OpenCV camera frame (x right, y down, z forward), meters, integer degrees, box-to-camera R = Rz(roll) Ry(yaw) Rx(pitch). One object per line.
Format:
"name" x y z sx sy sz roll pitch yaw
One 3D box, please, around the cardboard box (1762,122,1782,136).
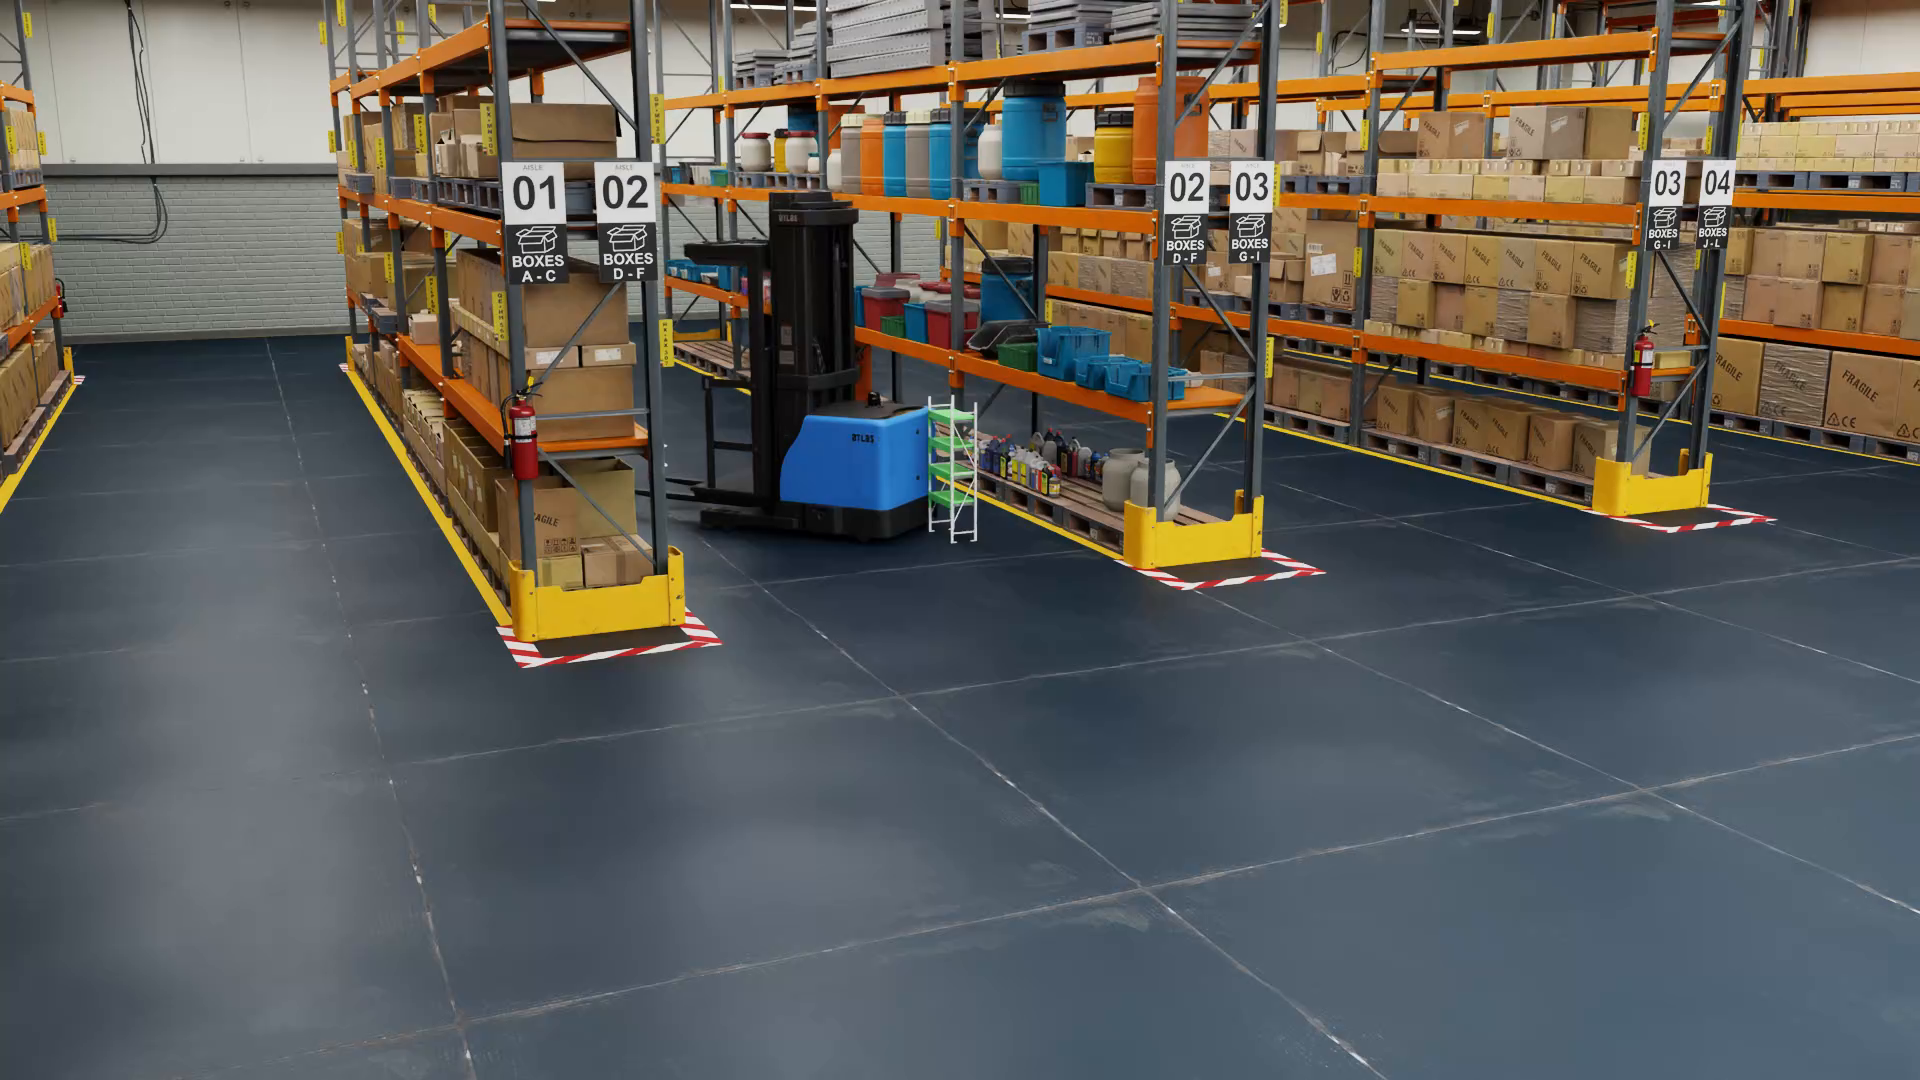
"cardboard box" 9.554 -4.771 19.315 0.380 0.149 0.250 -6 14 -23

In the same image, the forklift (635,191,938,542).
"forklift" -1.754 -1.617 14.856 3.031 2.935 1.130 6 14 25

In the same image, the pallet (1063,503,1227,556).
"pallet" 1.600 -0.121 14.426 1.003 0.211 1.213 -6 14 -23

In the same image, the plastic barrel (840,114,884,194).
"plastic barrel" -1.081 -4.469 19.264 0.600 0.901 0.600 0 13 0

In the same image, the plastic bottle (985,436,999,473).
"plastic bottle" 0.334 -0.846 16.272 0.144 0.351 0.185 -5 14 -21

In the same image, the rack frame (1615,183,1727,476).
"rack frame" 6.532 -1.747 15.268 1.000 3.000 0.127 -6 14 -23

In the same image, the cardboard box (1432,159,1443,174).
"cardboard box" 5.174 -3.908 17.398 0.380 0.149 0.250 -5 14 -21

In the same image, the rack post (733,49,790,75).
"rack post" -2.504 -6.488 22.615 0.937 0.300 0.954 -6 14 -24

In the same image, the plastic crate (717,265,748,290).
"plastic crate" -3.313 -3.866 24.326 0.392 0.384 0.575 -6 14 -23

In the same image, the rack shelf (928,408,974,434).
"rack shelf" -0.066 -1.024 14.289 0.258 0.148 0.480 -6 14 -23

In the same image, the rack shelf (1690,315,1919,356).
"rack shelf" 10.316 -2.237 18.980 1.077 0.370 4.000 -6 14 -23

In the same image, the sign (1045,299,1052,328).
"sign" 0.900 -2.309 17.079 0.100 0.325 0.005 -6 14 -23

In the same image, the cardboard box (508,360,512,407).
"cardboard box" -2.936 -1.108 12.282 0.700 0.500 0.500 -5 14 -22

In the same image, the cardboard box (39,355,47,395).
"cardboard box" -12.295 -2.139 21.572 0.700 0.500 0.500 -6 14 -24

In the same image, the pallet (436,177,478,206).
"pallet" -3.783 -2.924 13.896 1.003 0.211 1.213 -6 14 -23

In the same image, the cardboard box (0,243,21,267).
"cardboard box" -11.469 -3.380 19.732 0.500 0.250 0.500 -5 14 -22

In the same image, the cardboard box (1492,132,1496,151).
"cardboard box" 7.512 -5.771 24.079 0.396 0.266 0.258 -6 14 -23

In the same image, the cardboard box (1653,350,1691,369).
"cardboard box" 6.636 -1.706 15.644 0.380 0.149 0.250 -6 14 -23

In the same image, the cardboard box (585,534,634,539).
"cardboard box" -2.761 0.048 12.678 0.500 0.250 0.500 -6 14 -23

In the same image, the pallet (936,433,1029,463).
"pallet" 0.041 -0.927 17.906 1.003 0.211 1.213 -6 14 -23

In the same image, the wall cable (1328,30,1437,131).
"wall cable" 9.924 -10.350 39.050 2.988 3.039 0.133 -6 14 -23

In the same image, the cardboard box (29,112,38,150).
"cardboard box" -12.950 -5.591 22.740 0.500 0.500 0.500 -6 14 -23

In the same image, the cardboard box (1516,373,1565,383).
"cardboard box" 8.427 -2.622 23.103 1.050 0.750 0.750 -5 14 -22

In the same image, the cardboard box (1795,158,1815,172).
"cardboard box" 9.758 -4.277 18.950 0.380 0.149 0.250 -6 14 -24

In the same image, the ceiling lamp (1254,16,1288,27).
"ceiling lamp" 5.906 -12.050 33.533 2.000 3.185 0.800 -6 14 -23

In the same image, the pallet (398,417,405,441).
"pallet" -6.015 -1.305 19.542 1.003 0.211 1.213 -6 14 -23

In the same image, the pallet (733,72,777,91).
"pallet" -2.454 -6.247 22.710 1.003 0.211 1.213 -6 14 -23

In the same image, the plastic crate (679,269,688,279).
"plastic crate" -4.294 -4.212 26.367 0.250 0.136 0.298 -6 14 -23

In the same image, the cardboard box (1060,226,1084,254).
"cardboard box" 1.988 -4.633 25.288 0.797 0.503 0.637 -6 14 -24

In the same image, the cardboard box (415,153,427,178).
"cardboard box" -5.518 -4.011 17.795 0.500 0.250 0.500 -7 15 -27

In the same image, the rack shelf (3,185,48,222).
"rack shelf" -12.692 -4.409 21.709 1.077 0.370 4.000 -6 14 -23

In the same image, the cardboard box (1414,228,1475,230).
"cardboard box" 5.362 -3.187 18.387 0.500 0.500 0.500 -6 14 -23

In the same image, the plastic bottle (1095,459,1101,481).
"plastic bottle" 1.336 -0.666 15.825 0.097 0.201 0.097 0 13 0

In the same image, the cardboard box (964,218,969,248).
"cardboard box" 0.268 -5.263 28.469 0.500 0.500 0.500 -6 14 -24

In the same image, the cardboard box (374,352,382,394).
"cardboard box" -7.383 -2.207 21.822 0.500 0.500 0.500 -6 14 -26

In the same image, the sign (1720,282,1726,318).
"sign" 7.029 -2.218 15.382 0.100 0.325 0.005 -6 14 -23

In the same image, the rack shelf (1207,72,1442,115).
"rack shelf" 4.128 -5.364 20.074 1.077 0.370 4.000 -6 14 -23

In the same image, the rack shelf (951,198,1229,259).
"rack shelf" 1.193 -2.824 14.863 1.077 0.370 4.000 -6 14 -23

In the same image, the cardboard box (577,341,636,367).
"cardboard box" -2.506 -1.319 11.755 0.380 0.149 0.250 -6 14 -23

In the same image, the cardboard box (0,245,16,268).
"cardboard box" -11.273 -3.273 19.272 0.500 0.250 0.500 -5 14 -22

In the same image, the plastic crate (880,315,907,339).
"plastic crate" -0.565 -2.358 18.374 0.450 0.188 0.662 -6 14 -23

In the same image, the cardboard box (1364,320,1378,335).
"cardboard box" 4.740 -2.380 18.557 0.380 0.149 0.250 -6 14 -23

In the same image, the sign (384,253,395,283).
"sign" -6.244 -2.981 18.205 0.100 0.325 0.005 -6 14 -23

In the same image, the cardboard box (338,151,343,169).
"cardboard box" -8.795 -5.557 24.301 0.500 0.250 0.500 -6 14 -23

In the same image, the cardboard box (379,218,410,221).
"cardboard box" -8.525 -4.628 25.274 0.500 0.500 0.500 -6 14 -23

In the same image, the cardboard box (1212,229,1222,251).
"cardboard box" 4.872 -5.448 30.375 0.500 0.500 0.500 -6 14 -23

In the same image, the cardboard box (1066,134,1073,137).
"cardboard box" 1.356 -6.146 26.247 0.700 0.500 0.500 -7 15 -26

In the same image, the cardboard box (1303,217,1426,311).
"cardboard box" 4.740 -3.248 19.487 1.000 1.000 1.000 -6 14 -23

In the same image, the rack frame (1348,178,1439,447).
"rack frame" 4.930 -2.574 18.838 1.000 3.000 0.127 -6 14 -23

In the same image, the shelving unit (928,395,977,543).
"shelving unit" -0.066 -0.619 14.382 0.258 1.200 0.503 -6 14 -23

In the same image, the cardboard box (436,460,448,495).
"cardboard box" -4.580 -0.604 15.495 0.500 0.250 0.500 -6 14 -24

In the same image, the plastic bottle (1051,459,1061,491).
"plastic bottle" 0.878 -0.595 15.338 0.061 0.283 0.133 -6 14 -23

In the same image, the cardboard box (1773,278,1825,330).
"cardboard box" 10.023 -2.765 19.332 0.875 0.550 0.550 -6 14 -23

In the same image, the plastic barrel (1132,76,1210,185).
"plastic barrel" 1.683 -3.264 13.285 0.600 0.830 0.708 -6 14 -23

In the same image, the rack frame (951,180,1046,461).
"rack frame" 0.391 -2.127 16.906 1.000 3.000 0.127 -6 14 -23
